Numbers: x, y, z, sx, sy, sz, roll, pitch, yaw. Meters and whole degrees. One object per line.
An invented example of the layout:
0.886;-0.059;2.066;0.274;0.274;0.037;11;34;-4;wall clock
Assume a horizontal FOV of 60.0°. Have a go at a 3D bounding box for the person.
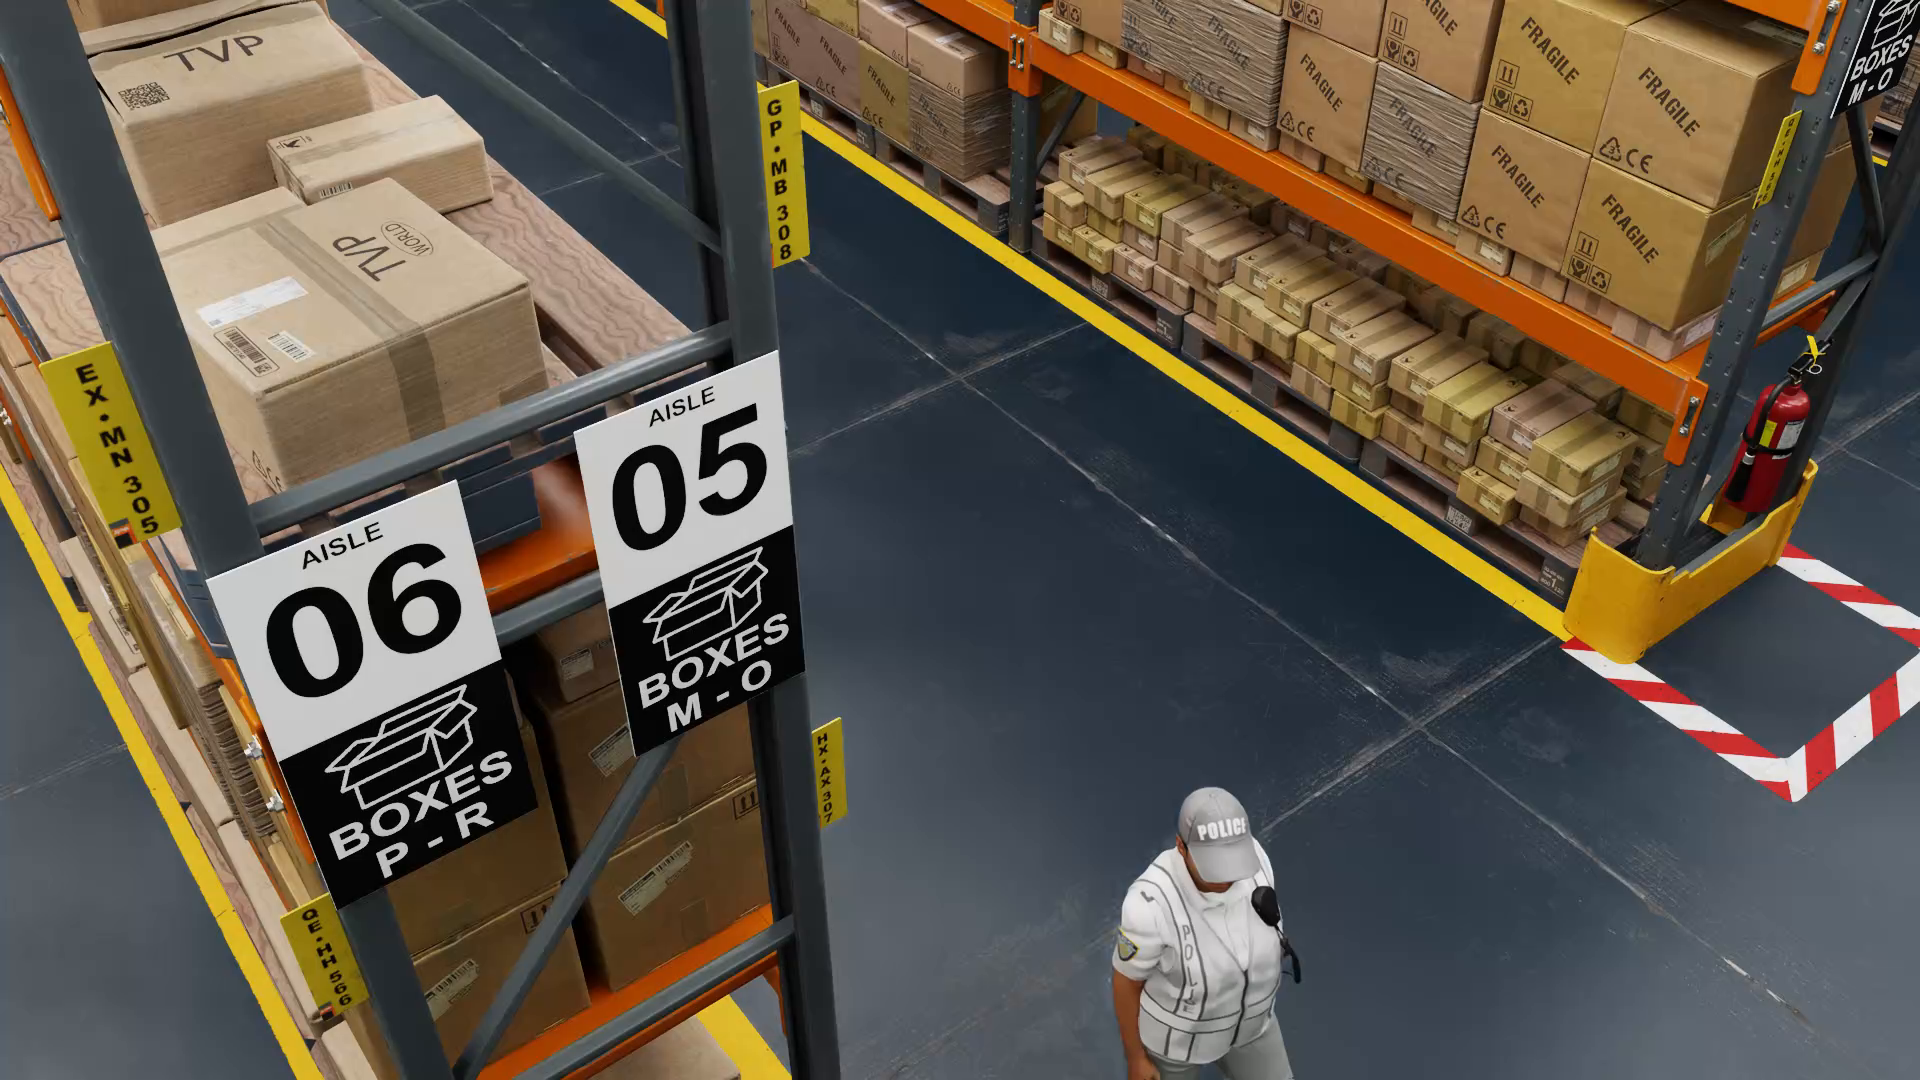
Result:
0.681;1.348;4.582;0.530;1.709;0.470;-19;44;-21;person
